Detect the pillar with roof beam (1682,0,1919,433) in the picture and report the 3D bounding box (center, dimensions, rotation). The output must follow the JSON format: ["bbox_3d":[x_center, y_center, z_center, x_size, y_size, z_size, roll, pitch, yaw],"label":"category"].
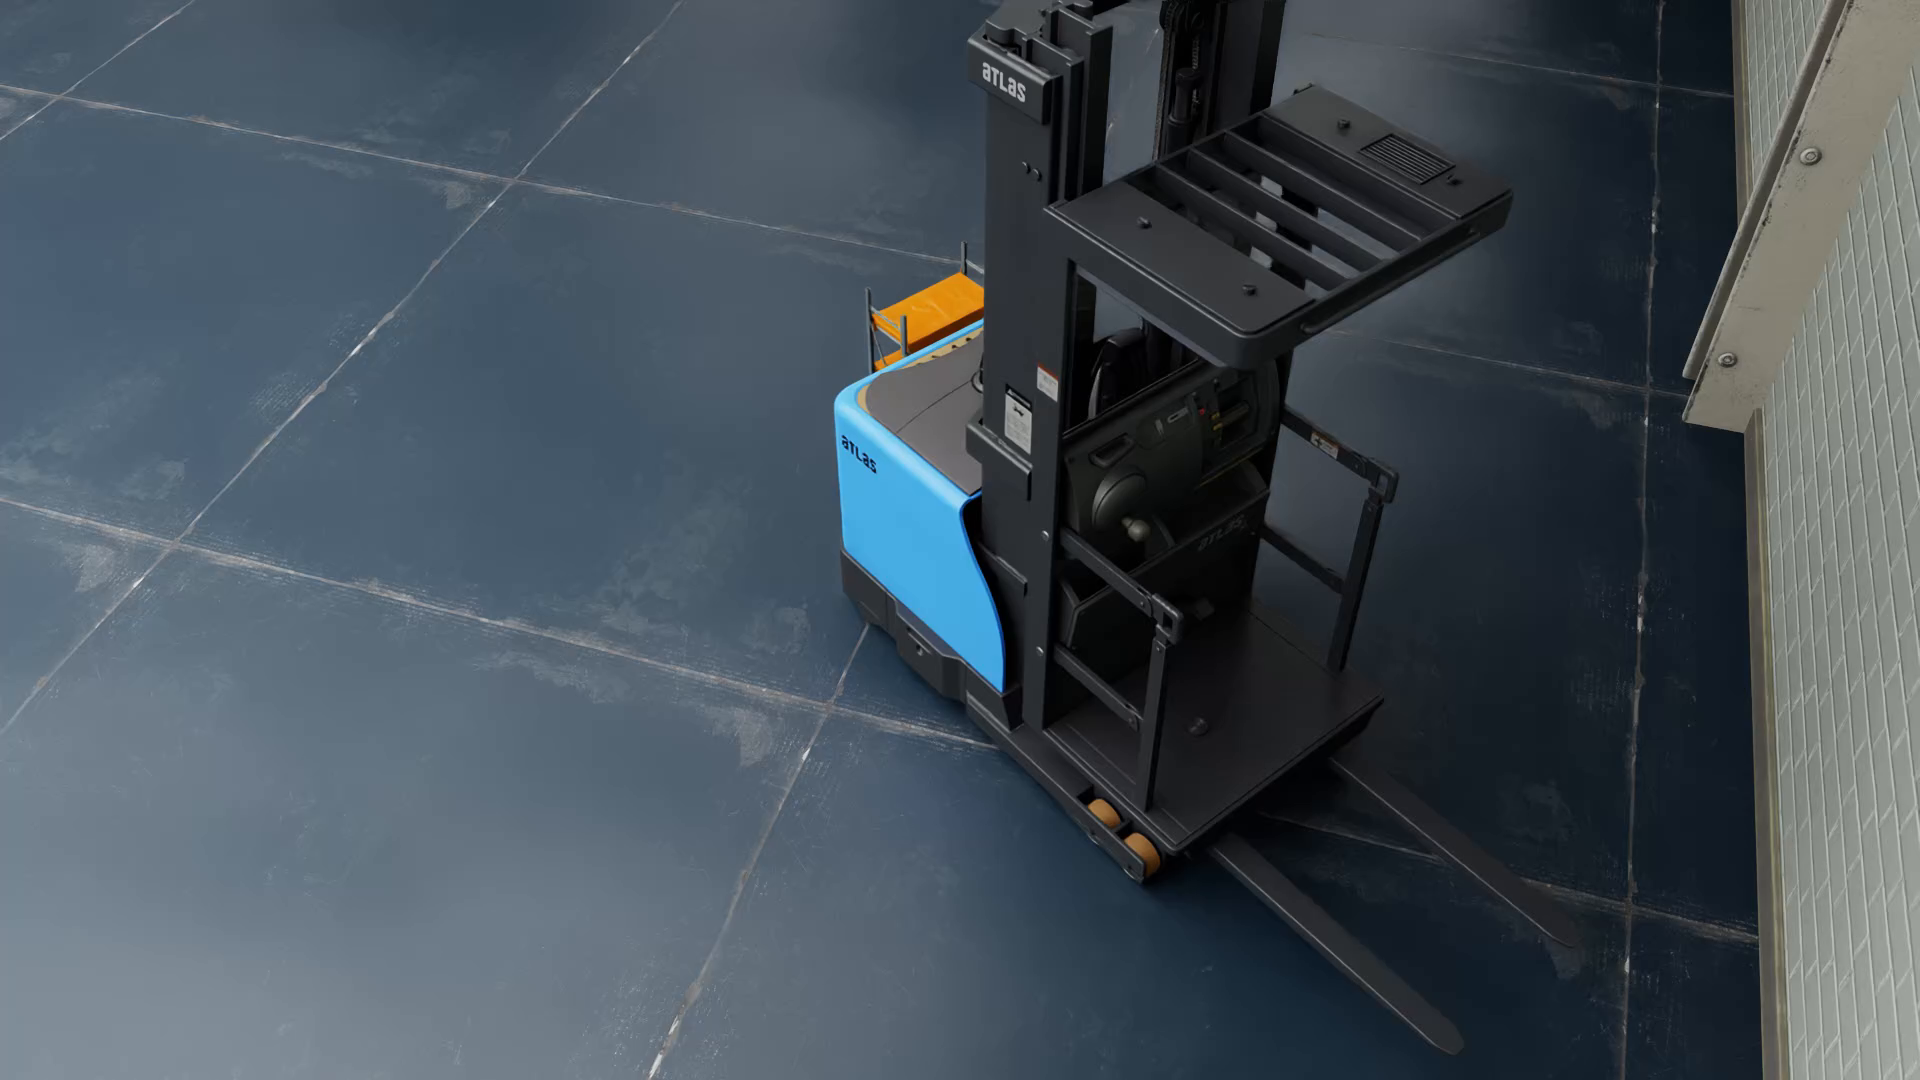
[{"bbox_3d":[-0.545,-4.778,5.598,9.100,9.000,0.400,13,46,13],"label":"pillar with roof beam"}]

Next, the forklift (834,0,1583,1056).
[{"bbox_3d":[0.838,-0.243,5.302,1.130,2.935,3.031,-30,52,-27],"label":"forklift"}]

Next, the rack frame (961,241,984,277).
[{"bbox_3d":[0.088,-0.704,7.011,0.015,1.200,0.240,-31,52,-27],"label":"rack frame"}]

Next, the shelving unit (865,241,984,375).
[{"bbox_3d":[-0.098,-0.594,6.898,0.503,1.200,0.258,-31,52,-27],"label":"shelving unit"}]

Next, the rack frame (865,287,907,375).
[{"bbox_3d":[-0.285,-0.484,6.786,0.015,1.200,0.240,-31,52,-27],"label":"rack frame"}]

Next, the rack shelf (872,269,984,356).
[{"bbox_3d":[-0.098,-0.875,6.623,0.480,0.148,0.258,-31,52,-27],"label":"rack shelf"}]

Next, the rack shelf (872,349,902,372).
[{"bbox_3d":[-0.098,-0.706,6.789,0.480,0.148,0.258,-31,52,-27],"label":"rack shelf"}]
